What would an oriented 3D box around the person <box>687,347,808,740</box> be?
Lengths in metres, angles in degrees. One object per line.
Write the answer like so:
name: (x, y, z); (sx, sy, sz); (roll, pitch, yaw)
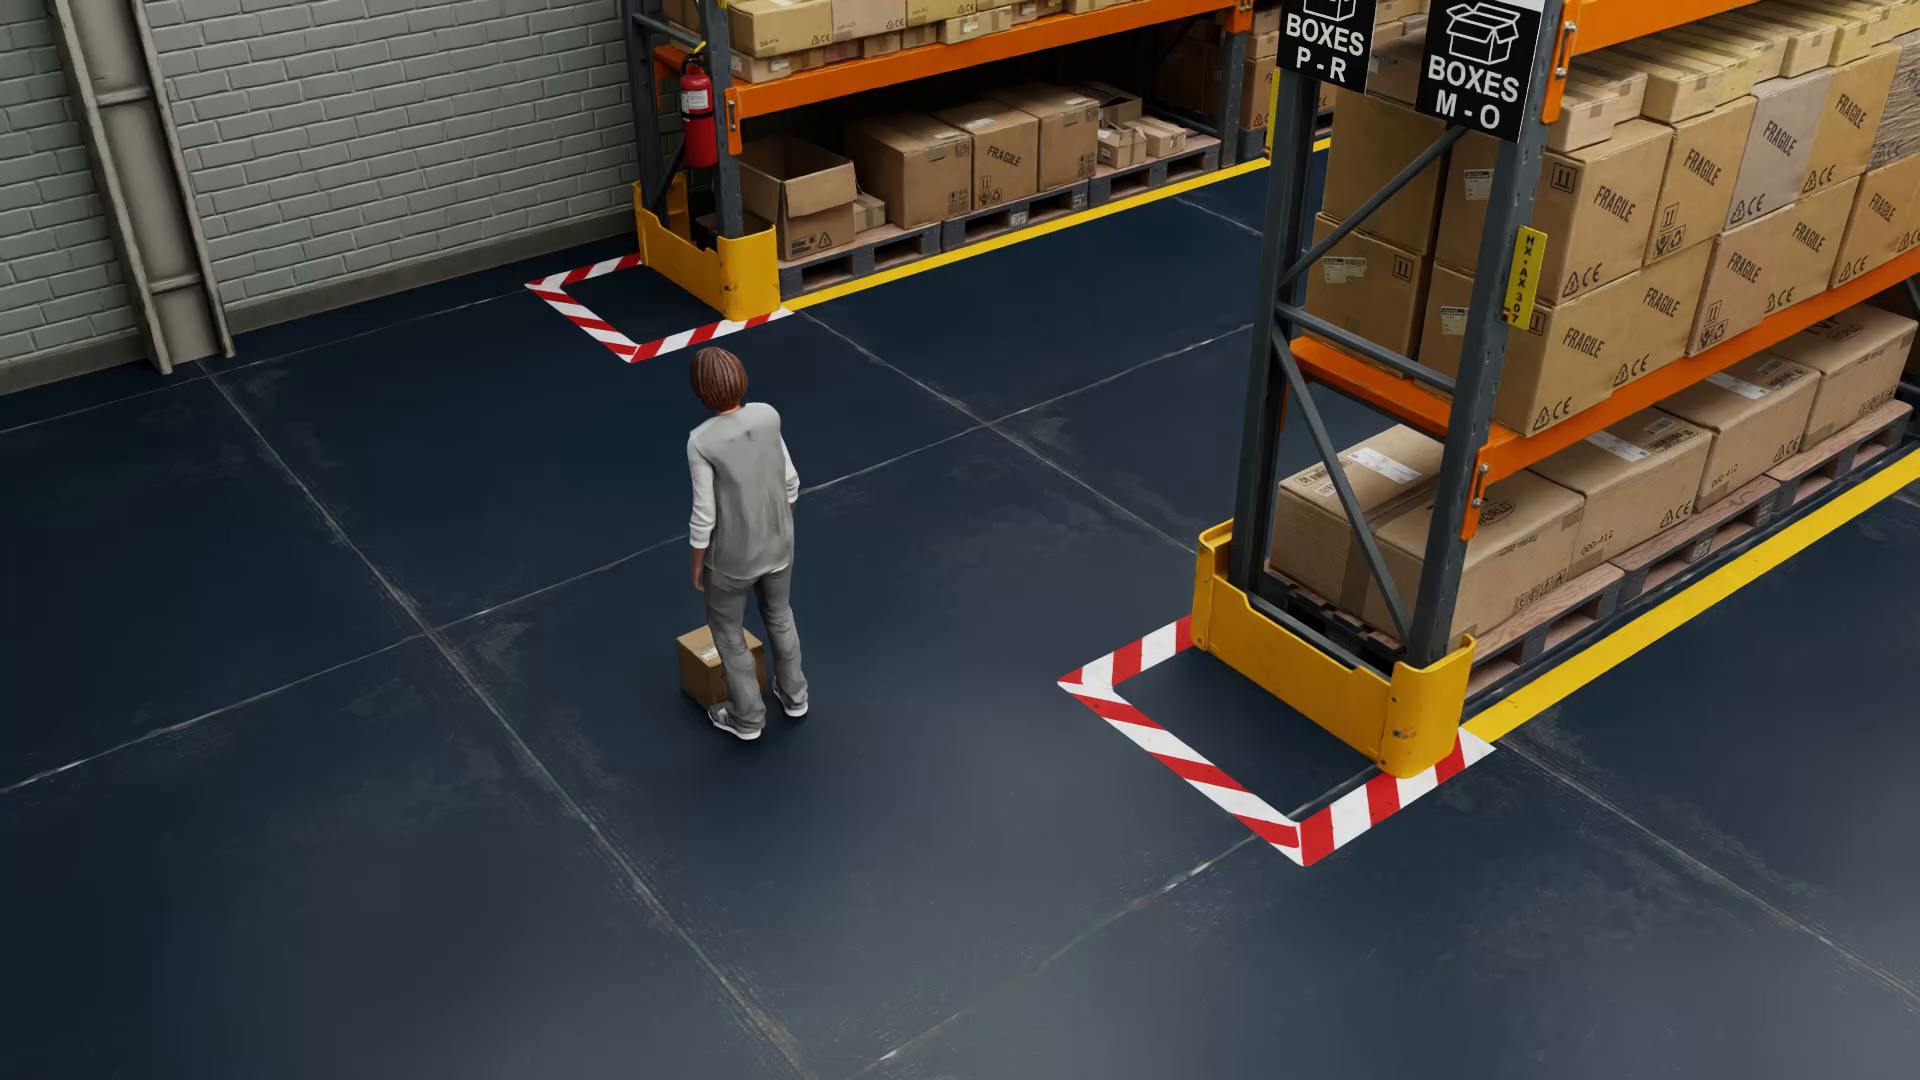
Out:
person: (-0.786, 0.038, 6.089); (0.466, 1.592, 0.346); (-24, 40, -33)
